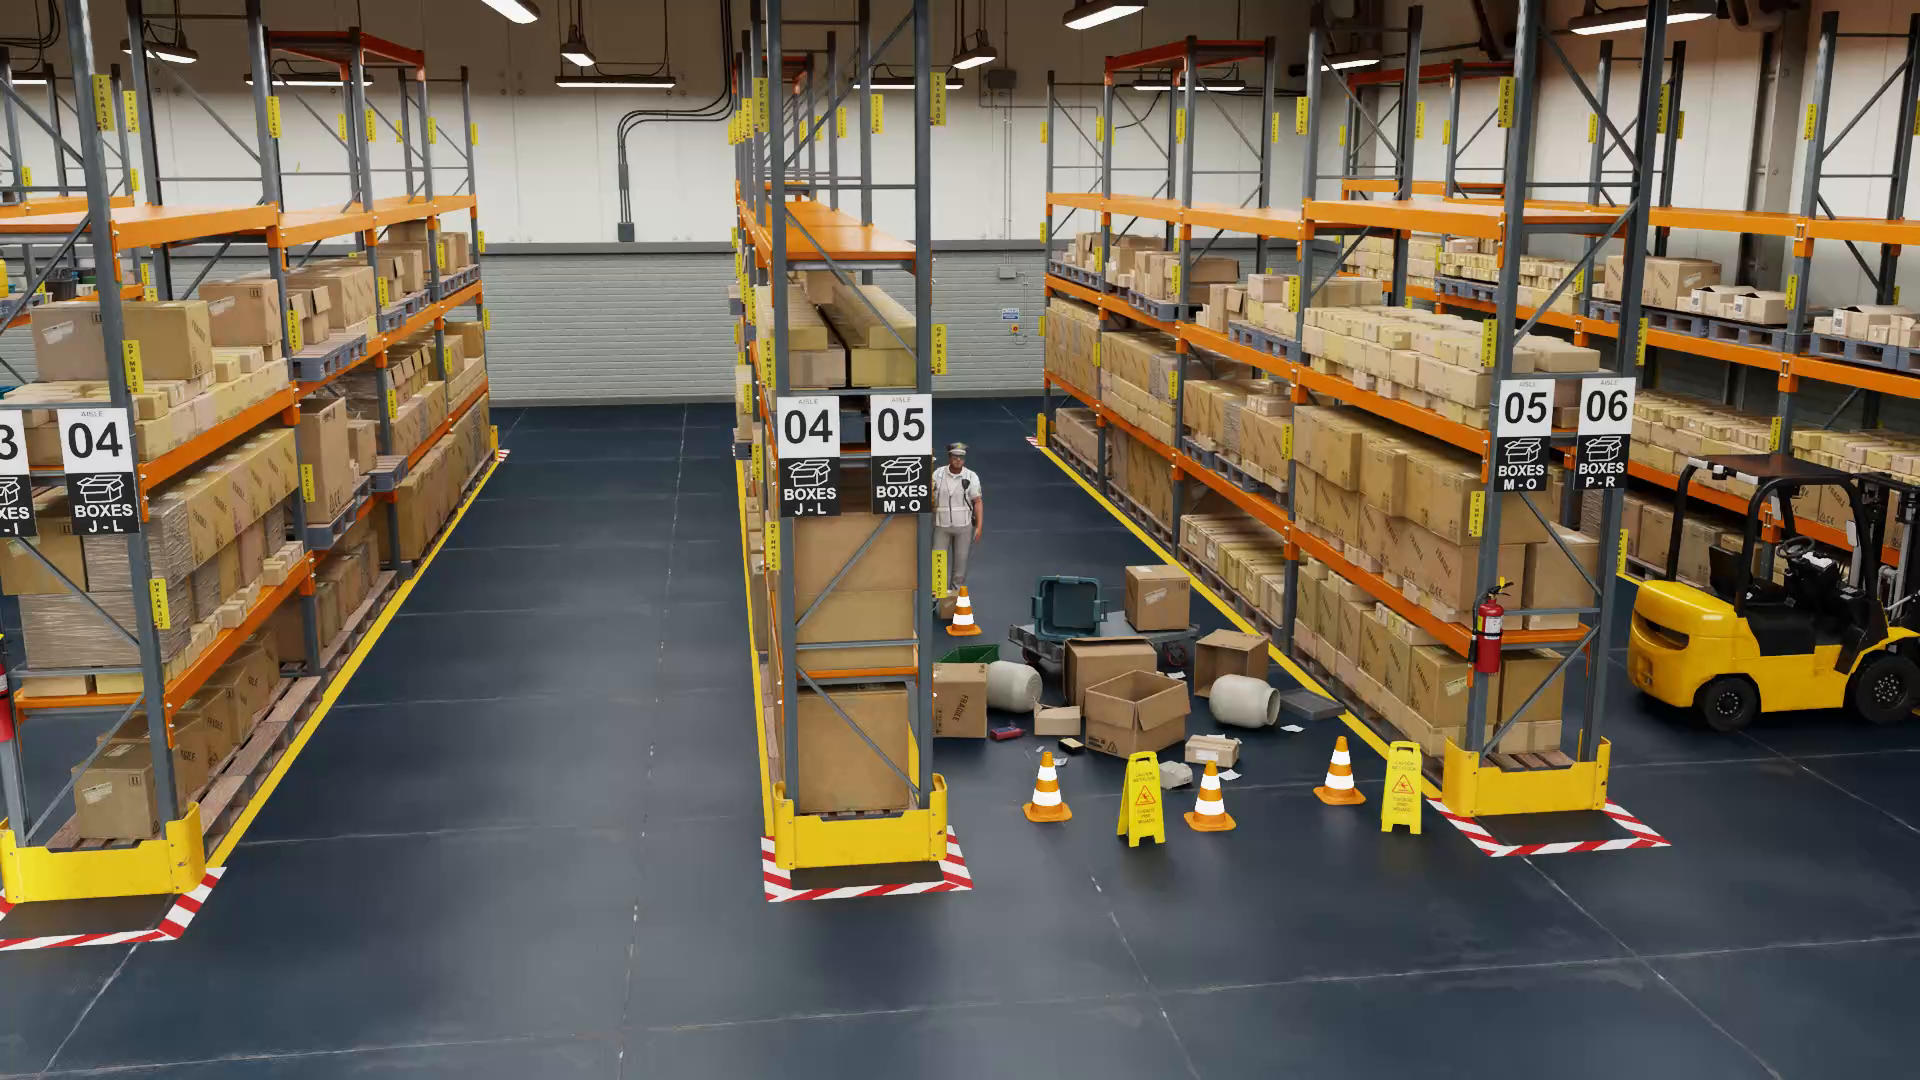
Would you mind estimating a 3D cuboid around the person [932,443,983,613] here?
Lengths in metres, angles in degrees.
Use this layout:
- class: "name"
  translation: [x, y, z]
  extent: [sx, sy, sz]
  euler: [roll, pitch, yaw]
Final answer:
- class: "person"
  translation: [-0.086, -0.129, 17.417]
  extent: [0.641, 1.781, 0.573]
  euler: [1, 13, 4]
